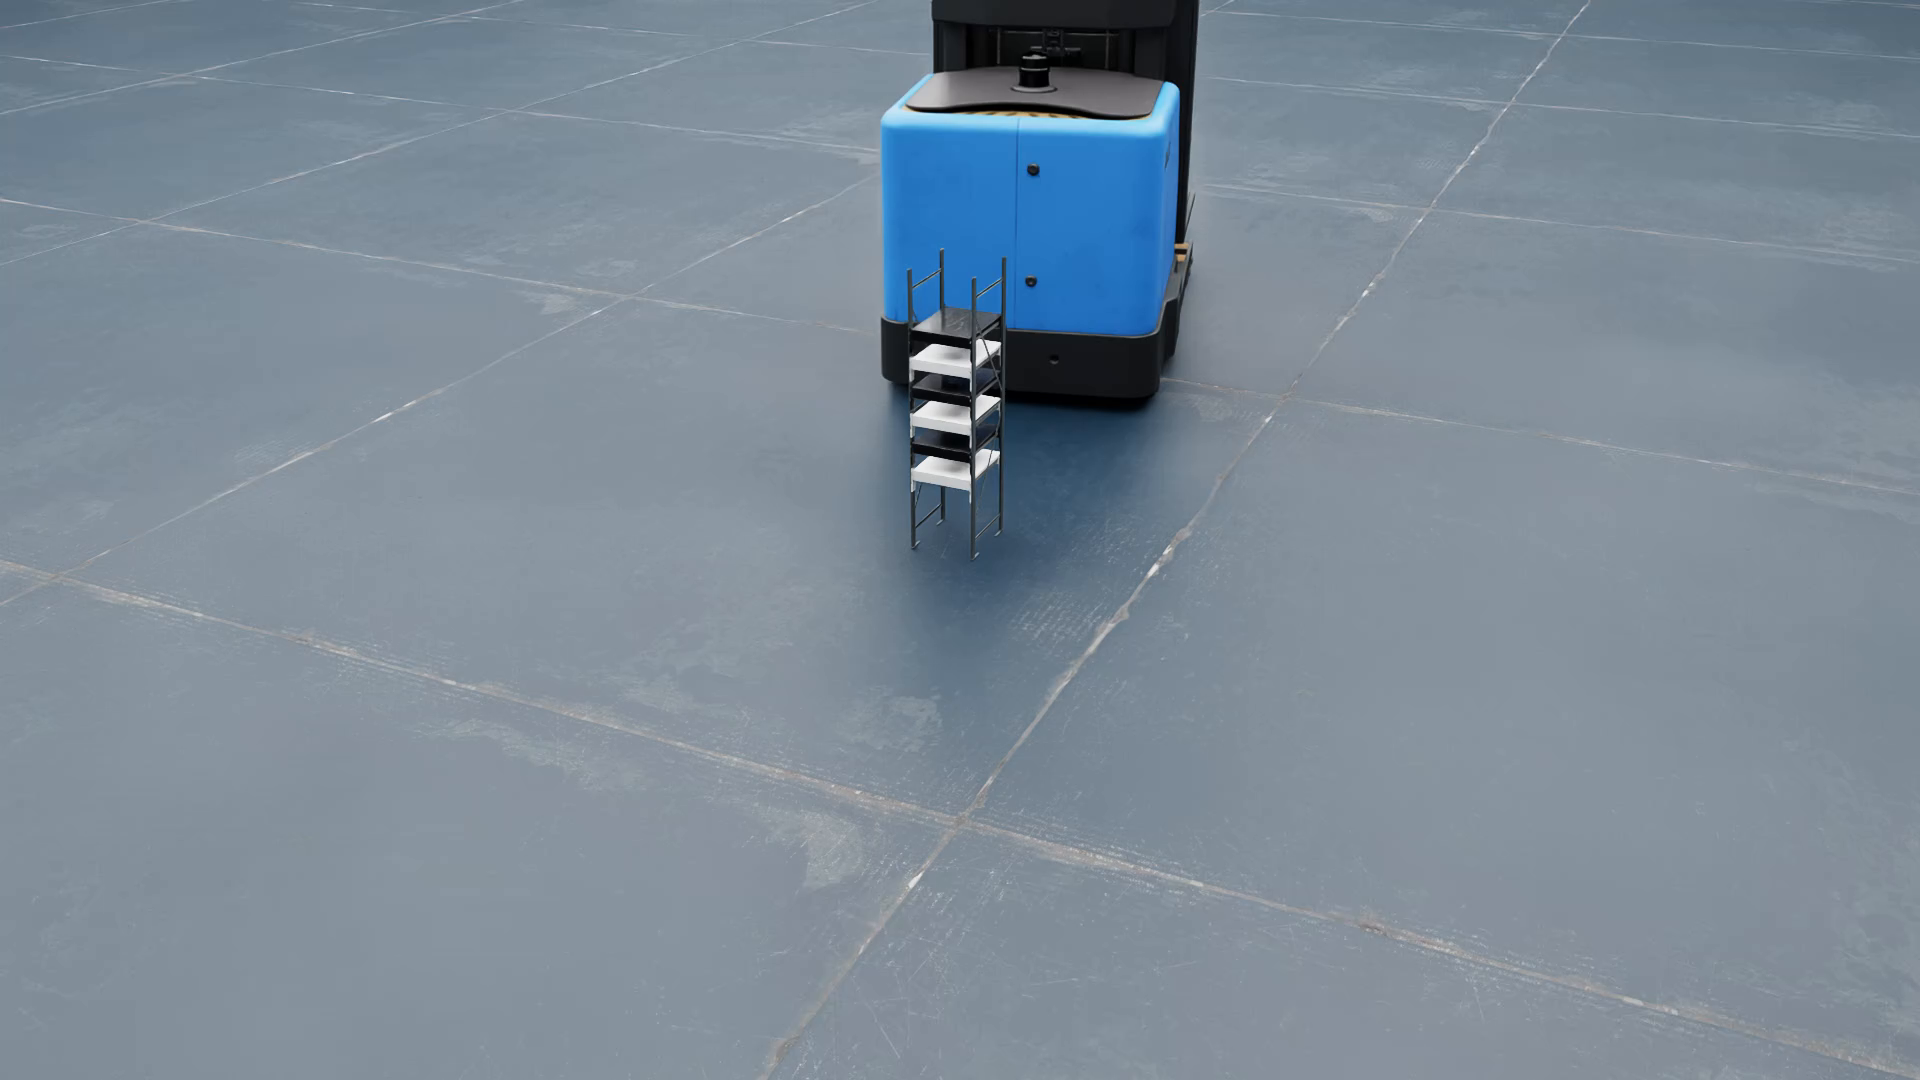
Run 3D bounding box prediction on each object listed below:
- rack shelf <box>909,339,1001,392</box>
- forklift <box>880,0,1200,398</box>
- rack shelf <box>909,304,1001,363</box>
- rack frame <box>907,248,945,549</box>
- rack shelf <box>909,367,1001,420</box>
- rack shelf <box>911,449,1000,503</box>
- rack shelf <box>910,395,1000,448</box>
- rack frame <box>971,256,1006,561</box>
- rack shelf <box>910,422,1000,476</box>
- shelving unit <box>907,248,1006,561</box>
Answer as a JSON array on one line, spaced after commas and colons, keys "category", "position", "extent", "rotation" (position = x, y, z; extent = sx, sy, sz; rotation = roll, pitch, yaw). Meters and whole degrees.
[{"category": "rack shelf", "position": [-0.007, -0.537, 4.989], "extent": [0.200, 0.077, 0.258], "rotation": [11, 28, 22]}, {"category": "forklift", "position": [0.476, -2.465, 6.939], "extent": [1.130, 2.935, 3.031], "rotation": [5, 27, 9]}, {"category": "rack shelf", "position": [-0.007, -0.618, 4.950], "extent": [0.200, 0.077, 0.258], "rotation": [11, 28, 22]}, {"category": "rack frame", "position": [-0.100, -0.424, 5.092], "extent": [0.006, 0.900, 0.240], "rotation": [11, 28, 22]}, {"category": "rack shelf", "position": [-0.007, -0.456, 5.029], "extent": [0.200, 0.077, 0.258], "rotation": [11, 28, 22]}, {"category": "rack shelf", "position": [-0.007, -0.214, 5.148], "extent": [0.200, 0.077, 0.258], "rotation": [11, 28, 22]}, {"category": "rack shelf", "position": [-0.007, -0.375, 5.069], "extent": [0.200, 0.077, 0.258], "rotation": [11, 28, 22]}, {"category": "rack frame", "position": [0.085, -0.387, 5.016], "extent": [0.006, 0.900, 0.240], "rotation": [11, 28, 22]}, {"category": "rack shelf", "position": [-0.007, -0.295, 5.109], "extent": [0.200, 0.077, 0.258], "rotation": [11, 28, 22]}, {"category": "shelving unit", "position": [-0.007, -0.405, 5.054], "extent": [0.210, 0.900, 0.258], "rotation": [11, 28, 22]}]
